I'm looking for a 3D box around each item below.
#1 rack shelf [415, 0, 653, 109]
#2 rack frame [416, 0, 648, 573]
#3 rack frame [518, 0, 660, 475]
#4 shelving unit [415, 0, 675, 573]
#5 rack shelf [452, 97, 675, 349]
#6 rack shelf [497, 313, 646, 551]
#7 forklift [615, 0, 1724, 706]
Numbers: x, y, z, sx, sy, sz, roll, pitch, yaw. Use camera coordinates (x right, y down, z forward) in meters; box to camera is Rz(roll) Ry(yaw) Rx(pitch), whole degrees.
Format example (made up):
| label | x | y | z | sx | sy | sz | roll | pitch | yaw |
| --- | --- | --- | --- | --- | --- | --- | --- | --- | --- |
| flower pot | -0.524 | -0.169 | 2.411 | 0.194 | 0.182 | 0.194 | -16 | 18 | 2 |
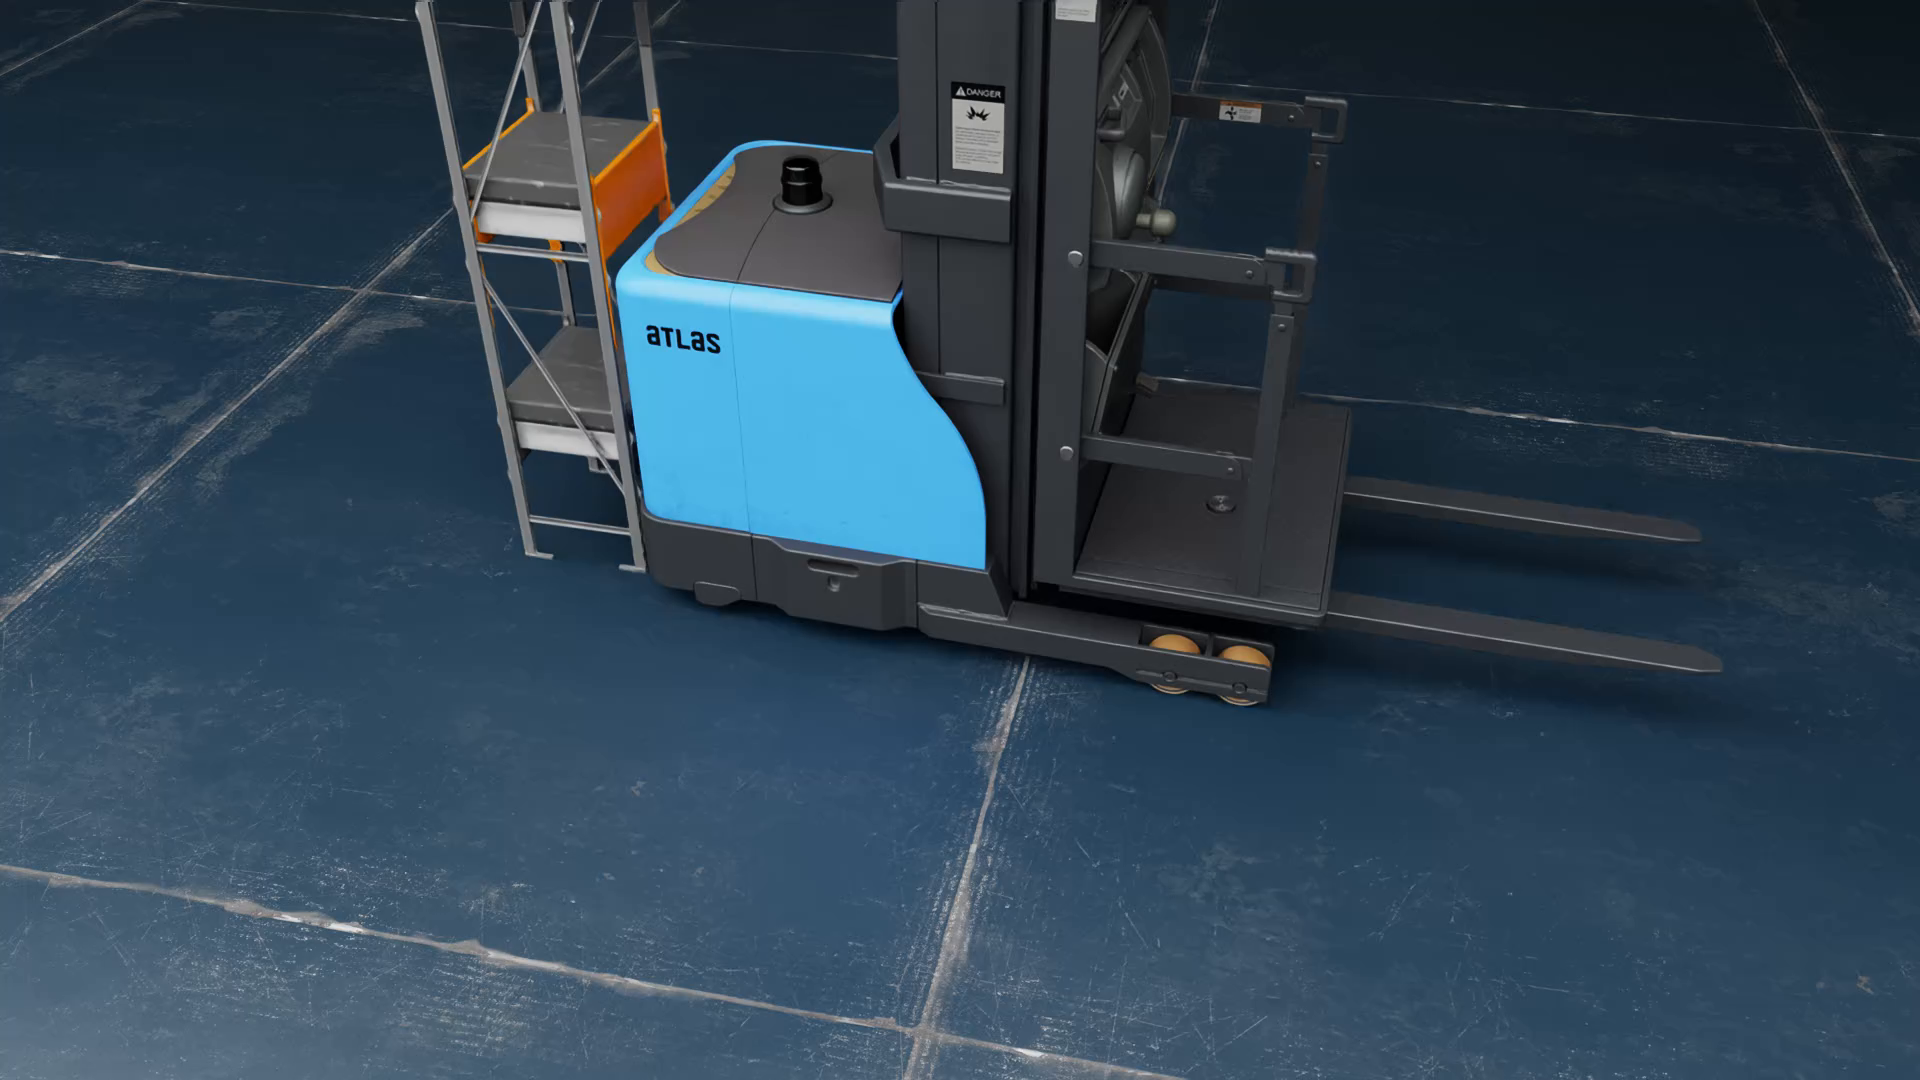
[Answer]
| label | x | y | z | sx | sy | sz | roll | pitch | yaw |
| --- | --- | --- | --- | --- | --- | --- | --- | --- | --- |
| rack shelf | -1.112 | -1.475 | 4.322 | 0.431 | 0.518 | 0.480 | 8 | 37 | 11 |
| rack frame | -1.163 | -0.779 | 4.532 | 0.400 | 2.100 | 0.015 | 8 | 37 | 11 |
| rack frame | -1.050 | -1.057 | 4.916 | 0.400 | 2.100 | 0.015 | 8 | 37 | 11 |
| shelving unit | -1.107 | -0.918 | 4.724 | 0.431 | 2.100 | 0.503 | 8 | 37 | 11 |
| rack shelf | -1.106 | -0.907 | 4.732 | 0.431 | 0.518 | 0.480 | 8 | 37 | 11 |
| rack shelf | -1.101 | -0.339 | 5.142 | 0.431 | 0.518 | 0.480 | 8 | 37 | 11 |
| forklift | 0.637 | -1.074 | 4.234 | 3.031 | 2.935 | 1.130 | 9 | 37 | 12 |
